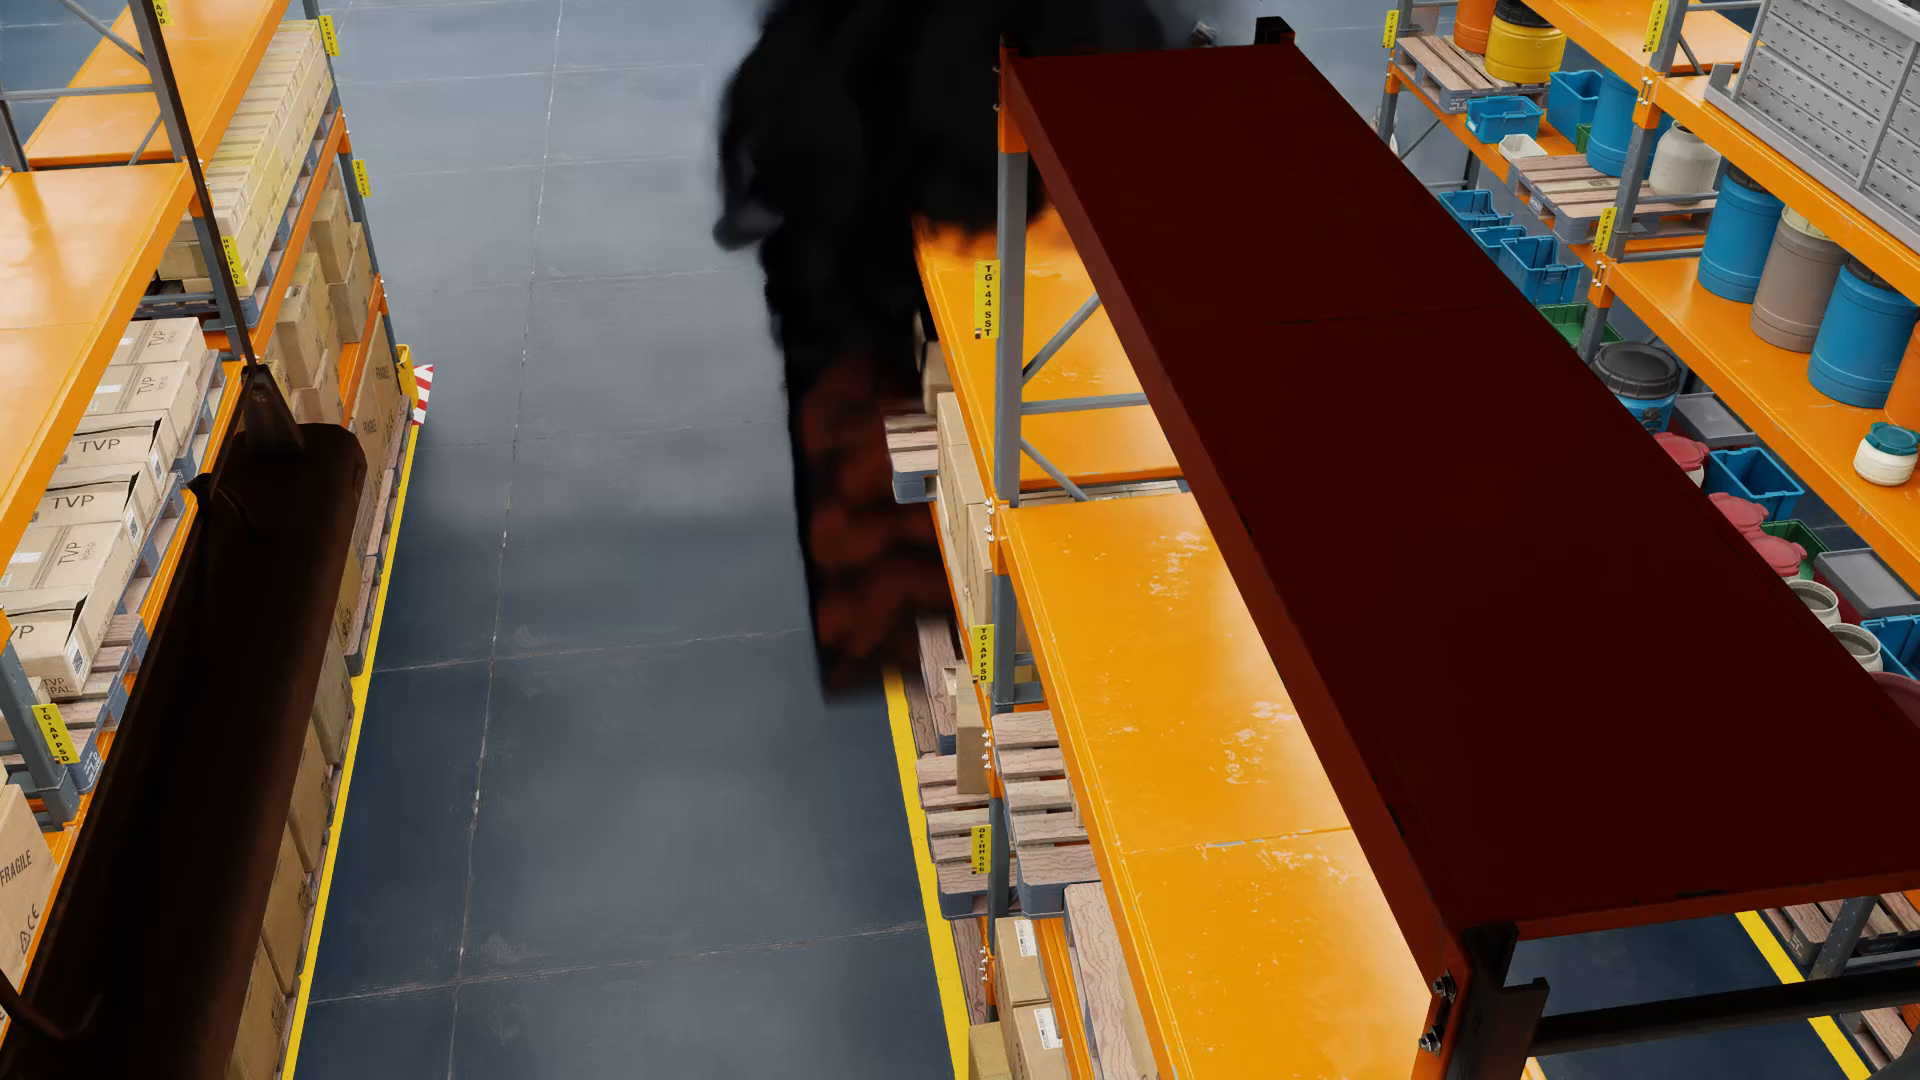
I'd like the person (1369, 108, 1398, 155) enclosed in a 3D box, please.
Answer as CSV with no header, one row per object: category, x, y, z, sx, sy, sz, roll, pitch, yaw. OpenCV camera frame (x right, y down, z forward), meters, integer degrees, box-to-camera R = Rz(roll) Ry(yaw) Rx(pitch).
person,4.331,-3.592,16.958,0.599,1.642,0.632,9,37,12

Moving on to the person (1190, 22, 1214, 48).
person,2.629,-5.092,18.956,0.621,1.658,0.552,7,37,9
